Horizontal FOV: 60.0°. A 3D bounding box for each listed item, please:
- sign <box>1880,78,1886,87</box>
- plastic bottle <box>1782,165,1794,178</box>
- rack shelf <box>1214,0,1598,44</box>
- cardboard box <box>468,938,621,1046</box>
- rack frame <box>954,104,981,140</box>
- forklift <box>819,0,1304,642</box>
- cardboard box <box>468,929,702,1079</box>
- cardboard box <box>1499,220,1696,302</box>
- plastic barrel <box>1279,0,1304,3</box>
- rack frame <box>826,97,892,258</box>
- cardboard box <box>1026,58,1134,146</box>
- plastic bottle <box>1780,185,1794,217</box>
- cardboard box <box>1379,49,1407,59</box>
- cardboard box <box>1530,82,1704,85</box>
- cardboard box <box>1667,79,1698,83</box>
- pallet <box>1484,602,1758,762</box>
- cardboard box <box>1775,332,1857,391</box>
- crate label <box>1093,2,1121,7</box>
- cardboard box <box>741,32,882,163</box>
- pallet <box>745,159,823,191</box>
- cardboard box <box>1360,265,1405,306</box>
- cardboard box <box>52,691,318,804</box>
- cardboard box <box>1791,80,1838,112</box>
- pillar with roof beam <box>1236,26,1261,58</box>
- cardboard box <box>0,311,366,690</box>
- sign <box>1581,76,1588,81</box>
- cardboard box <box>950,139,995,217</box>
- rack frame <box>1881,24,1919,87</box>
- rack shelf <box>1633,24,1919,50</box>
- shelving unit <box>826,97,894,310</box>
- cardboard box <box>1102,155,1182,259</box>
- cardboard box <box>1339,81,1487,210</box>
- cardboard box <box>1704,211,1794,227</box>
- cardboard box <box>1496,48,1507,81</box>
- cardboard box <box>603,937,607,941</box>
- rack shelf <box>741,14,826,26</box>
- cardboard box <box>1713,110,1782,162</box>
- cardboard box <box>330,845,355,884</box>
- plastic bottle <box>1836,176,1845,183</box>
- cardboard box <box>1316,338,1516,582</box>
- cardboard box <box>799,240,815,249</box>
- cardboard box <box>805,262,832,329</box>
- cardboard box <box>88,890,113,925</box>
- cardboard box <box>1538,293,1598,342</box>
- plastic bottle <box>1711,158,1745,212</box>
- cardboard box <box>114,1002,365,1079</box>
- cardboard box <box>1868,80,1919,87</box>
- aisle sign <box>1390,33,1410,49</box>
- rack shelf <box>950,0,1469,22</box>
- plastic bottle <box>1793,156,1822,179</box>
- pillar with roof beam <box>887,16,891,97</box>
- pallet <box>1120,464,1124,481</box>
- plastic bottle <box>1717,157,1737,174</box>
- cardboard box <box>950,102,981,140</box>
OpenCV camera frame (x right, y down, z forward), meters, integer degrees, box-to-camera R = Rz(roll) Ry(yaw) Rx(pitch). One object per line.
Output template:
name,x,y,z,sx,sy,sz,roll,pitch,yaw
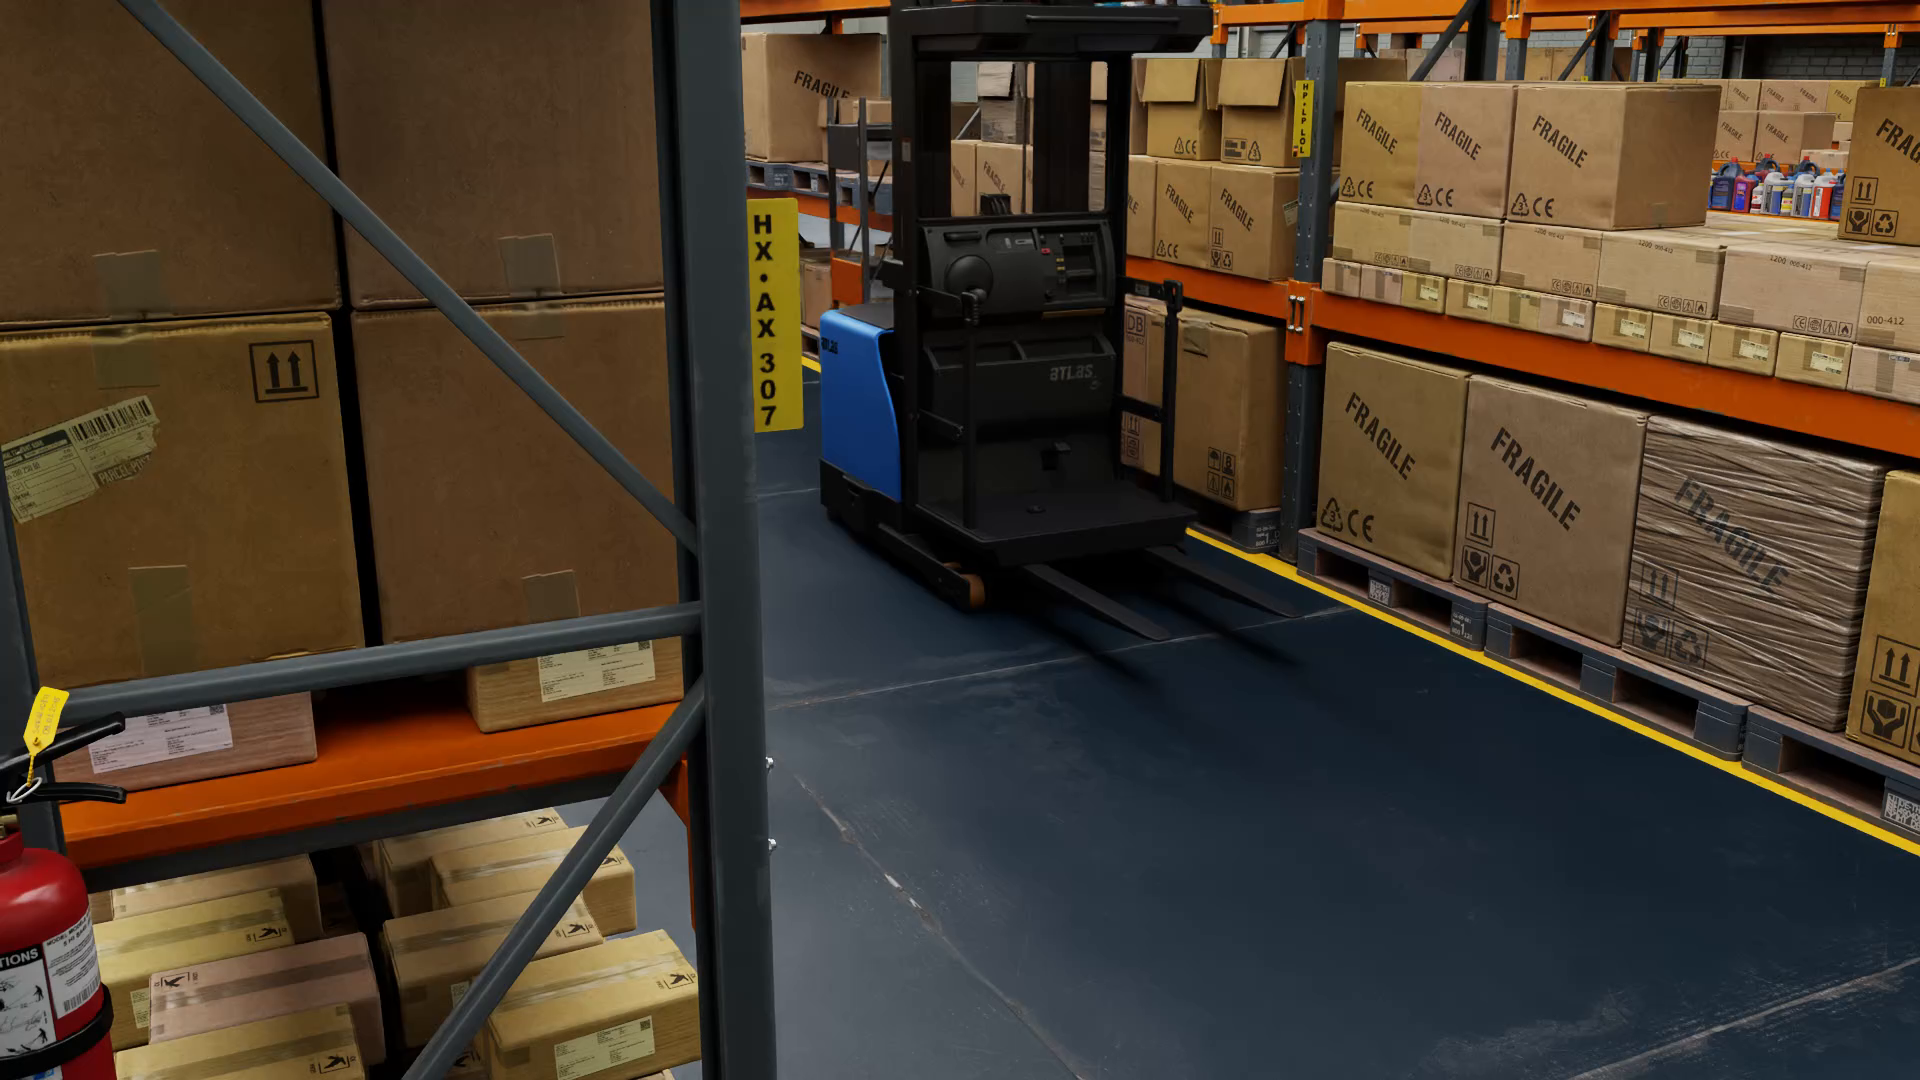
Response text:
sign,11.361,-5.525,20.495,0.100,0.325,0.005,-8,18,-25
plastic bottle,5.838,-2.512,11.779,0.061,0.283,0.133,-8,18,-25
rack shelf,3.816,-4.579,14.635,1.077,0.370,4.000,-8,18,-25
cardboard box,-0.827,0.959,3.337,0.380,0.149,0.250,-8,18,-25
rack frame,0.239,-2.388,11.136,1.000,3.000,0.127,-8,18,-25
forklift,0.369,-1.239,7.253,1.130,2.935,3.031,-8,18,-25
cardboard box,-0.683,0.881,3.071,0.380,0.149,0.250,-9,18,-27
cardboard box,2.408,-1.068,6.266,0.500,0.250,0.500,-7,18,-24
plastic barrel,3.357,-5.562,15.847,0.600,0.901,0.708,-8,18,-25
rack frame,-0.514,-1.350,9.147,0.400,2.100,0.015,-7,16,-23
cardboard box,0.828,-2.574,9.781,0.797,0.503,0.637,-7,18,-24
plastic bottle,5.466,-2.233,10.953,0.097,0.201,0.097,0,16,0
cardboard box,5.858,-6.110,21.569,0.700,0.500,0.500,-8,18,-25
cardboard box,2.649,-1.622,6.836,0.500,0.500,0.500,-7,18,-24
cardboard box,10.239,-6.187,23.250,0.500,0.500,0.500,-8,18,-25
pallet,2.793,0.445,6.319,1.003,0.211,1.213,-8,18,-25
cardboard box,2.843,-0.586,5.309,0.380,0.149,0.250,-8,18,-26
crate label,1.710,-5.837,17.984,0.502,0.251,0.408,-8,18,-25
cardboard box,-1.291,-3.657,13.706,1.000,1.000,1.000,-8,18,-25
pallet,-1.309,-3.081,13.897,1.003,0.211,1.213,-8,18,-25
cardboard box,1.937,-1.097,7.092,0.380,0.149,0.250,-8,18,-27
cardboard box,-1.156,0.244,2.419,0.380,0.149,0.250,-8,18,-25
cardboard box,11.136,-5.677,21.471,0.500,0.500,0.500,-8,18,-25
pillar with roof beam,2.050,-11.438,31.793,9.100,9.000,0.400,-8,18,-25
cardboard box,-1.187,-0.102,2.447,0.500,0.500,0.500,-7,18,-24
sign,6.896,-4.963,18.395,0.100,0.325,0.005,-8,18,-25
cardboard box,0.208,-2.283,10.587,0.500,0.500,0.500,-7,17,-23
rack frame,11.845,-5.176,20.849,1.000,3.000,0.127,-8,18,-25
rack shelf,10.969,-6.768,22.263,1.077,0.370,4.000,-8,18,-25
shelving unit,-0.416,-1.293,8.931,0.431,2.100,0.503,-7,16,-23
cardboard box,1.096,-1.780,8.834,0.500,0.500,0.500,-8,18,-26
cardboard box,1.972,-1.678,7.034,0.500,0.500,0.500,-8,18,-25
cardboard box,2.874,-1.135,6.501,0.500,0.250,0.500,-7,18,-24
cardboard box,6.752,-5.607,19.817,0.700,0.500,0.500,-8,18,-25
cardboard box,-1.017,0.977,3.815,0.380,0.149,0.250,-7,18,-24
rack shelf,-2.389,-4.972,16.006,1.077,0.370,4.000,-8,18,-25
cardboard box,8.166,-4.177,17.188,0.500,0.500,0.500,-8,18,-25
cardboard box,-1.386,0.716,4.185,0.380,0.149,0.250,-7,17,-22
plastic bottle,5.704,-2.227,10.807,0.097,0.271,0.097,0,16,0
cardboard box,2.209,-0.404,7.311,0.875,0.875,0.875,-8,18,-25
cardboard box,-1.652,-2.485,15.241,0.500,0.500,0.500,-8,18,-27
cardboard box,-0.826,-1.976,13.433,0.700,0.500,0.500,-9,19,-30
cardboard box,-1.729,0.702,3.697,0.380,0.149,0.250,-7,17,-23
cardboard box,2.391,-0.841,6.199,0.380,0.149,0.250,-7,18,-24
plastic bottle,5.265,-2.433,11.380,0.144,0.351,0.185,-8,18,-25
cardboard box,-1.219,0.951,2.826,0.380,0.149,0.250,-7,18,-24
cardboard box,11.827,-5.616,21.258,0.500,0.500,0.500,-8,18,-26
aisle sign,5.877,-6.870,22.038,0.394,0.787,0.004,-8,18,-25
rack shelf,1.116,-2.989,9.093,1.077,0.370,4.000,-8,18,-25
plastic bottle,5.925,-2.508,11.641,0.144,0.351,0.185,-8,18,-25
pillar with roof beam,-5.836,-15.901,47.346,9.100,9.000,0.400,-8,18,-25
pallet,1.048,-0.541,9.755,1.003,0.211,1.213,-8,18,-25
plastic bottle,5.342,-2.485,11.560,0.144,0.351,0.185,-8,18,-25
cardboard box,-0.033,-2.767,11.514,0.500,0.500,0.500,-10,19,-32
